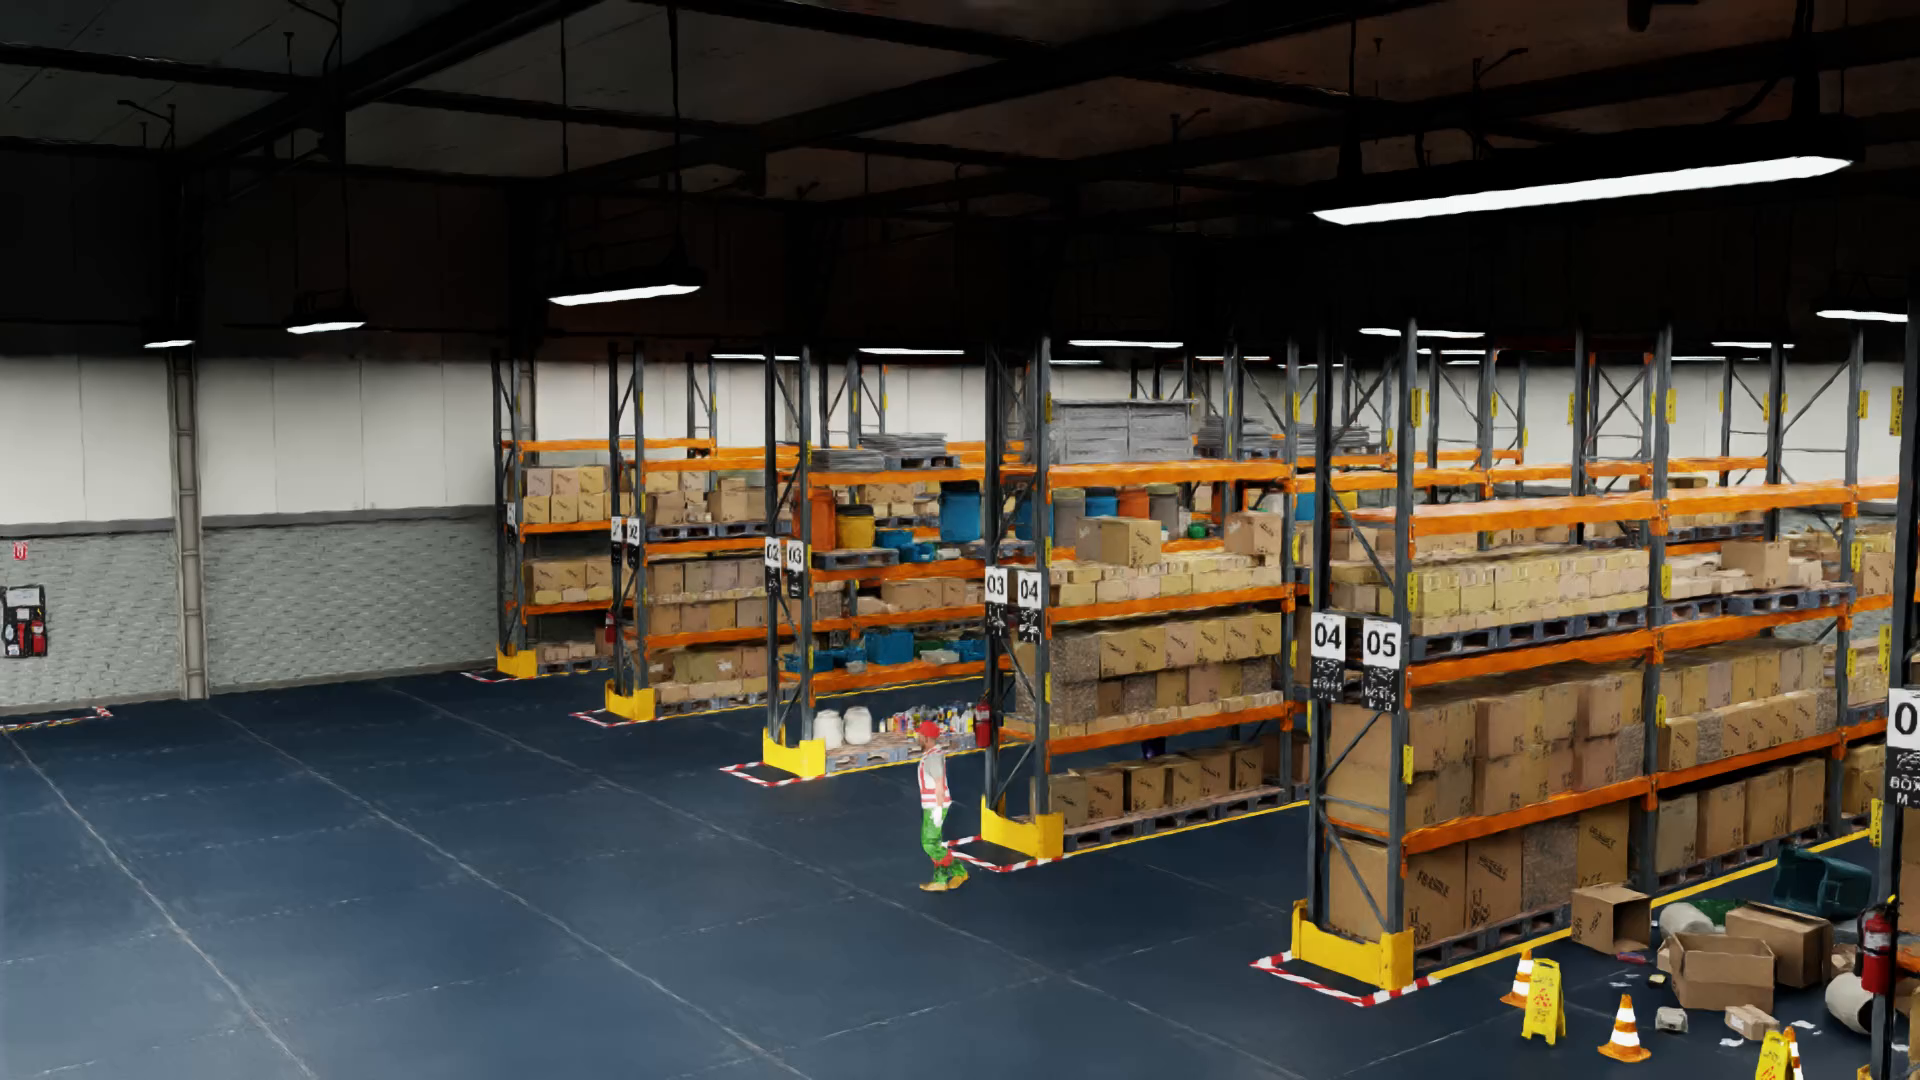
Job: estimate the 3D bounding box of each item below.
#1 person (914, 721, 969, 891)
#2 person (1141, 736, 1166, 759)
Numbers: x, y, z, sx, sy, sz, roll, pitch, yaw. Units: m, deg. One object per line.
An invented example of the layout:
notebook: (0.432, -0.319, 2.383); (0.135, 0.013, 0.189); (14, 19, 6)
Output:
person: (-0.197, 2.767, 17.263); (0.572, 1.779, 0.589); (0, 5, -1)
person: (2.576, 2.408, 22.137); (0.541, 1.676, 0.498); (-2, 6, -24)
